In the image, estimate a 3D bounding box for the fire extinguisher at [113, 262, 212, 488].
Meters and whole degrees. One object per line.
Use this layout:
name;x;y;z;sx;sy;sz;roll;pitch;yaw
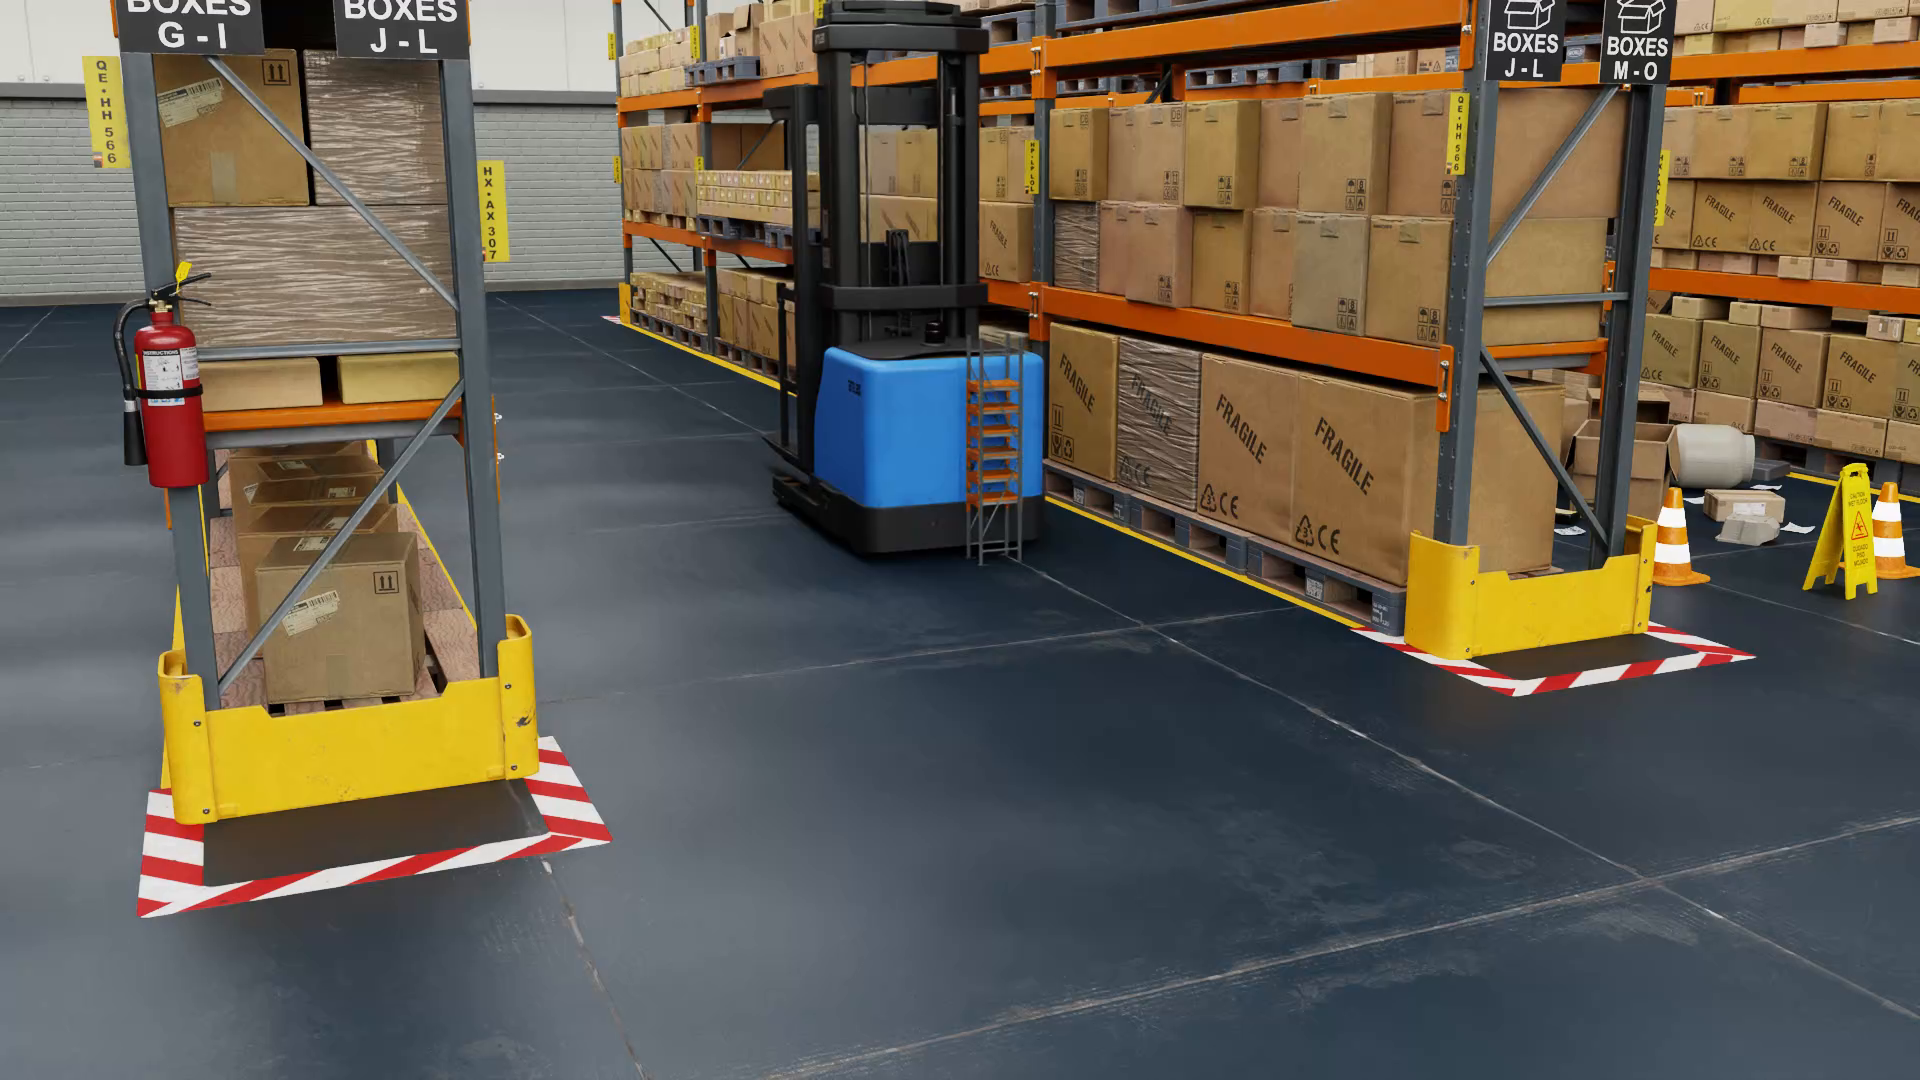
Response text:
fire extinguisher;-2.412;-0.504;5.067;0.296;0.674;0.183;-6;14;-23

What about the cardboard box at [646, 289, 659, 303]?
cardboard box;-3.645;-3.002;20.419;0.380;0.149;0.250;-5;14;-21

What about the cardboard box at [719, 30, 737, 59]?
cardboard box;-2.098;-4.935;16.655;0.500;0.311;0.500;-6;14;-24

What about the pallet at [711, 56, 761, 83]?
pallet;-1.690;-4.532;16.063;1.213;0.211;1.003;-6;14;-23

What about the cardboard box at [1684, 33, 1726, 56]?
cardboard box;5.393;-3.522;11.838;0.380;0.149;0.250;-6;14;-23

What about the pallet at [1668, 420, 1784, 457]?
pallet;5.743;-0.834;12.507;1.003;0.211;1.213;-6;14;-23

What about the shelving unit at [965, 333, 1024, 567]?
shelving unit;0.181;-0.472;8.747;0.258;1.200;0.189;-5;14;-20

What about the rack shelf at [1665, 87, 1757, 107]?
rack shelf;7.585;-5.128;19.818;1.077;0.370;4.000;-6;14;-23

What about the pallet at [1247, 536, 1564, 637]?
pallet;2.157;0.166;8.183;1.003;0.211;1.213;-6;14;-23

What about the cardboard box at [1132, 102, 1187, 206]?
cardboard box;1.480;-2.153;9.294;0.875;0.550;0.550;-6;14;-23

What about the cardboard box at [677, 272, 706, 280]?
cardboard box;-3.368;-3.302;21.055;0.380;0.149;0.250;-5;14;-22

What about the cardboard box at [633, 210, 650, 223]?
cardboard box;-3.832;-4.012;20.608;0.380;0.149;0.250;-6;14;-25

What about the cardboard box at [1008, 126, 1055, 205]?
cardboard box;0.743;-2.498;11.073;0.700;0.500;0.500;-6;14;-24

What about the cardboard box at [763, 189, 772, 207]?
cardboard box;-1.586;-3.136;15.233;0.380;0.149;0.250;-6;14;-23

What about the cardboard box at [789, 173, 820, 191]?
cardboard box;-1.272;-3.119;14.500;0.380;0.149;0.250;-6;14;-25

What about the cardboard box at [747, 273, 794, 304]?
cardboard box;-1.788;-2.473;16.354;0.500;0.250;0.500;-5;14;-21

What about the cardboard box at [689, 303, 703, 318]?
cardboard box;-2.795;-2.565;18.532;0.380;0.149;0.250;-6;14;-26

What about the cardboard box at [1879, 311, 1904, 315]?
cardboard box;9.465;-2.093;16.096;0.875;0.625;0.625;-6;14;-24

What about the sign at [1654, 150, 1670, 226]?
sign;3.060;-1.543;7.290;0.100;0.325;0.005;-6;14;-23

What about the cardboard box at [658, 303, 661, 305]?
cardboard box;-3.466;-2.814;20.268;0.380;0.149;0.250;-6;14;-23

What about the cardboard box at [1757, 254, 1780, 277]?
cardboard box;5.760;-1.906;11.510;0.380;0.149;0.250;-6;14;-23

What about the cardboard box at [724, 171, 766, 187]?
cardboard box;-2.103;-3.548;16.352;0.380;0.149;0.250;-6;14;-23

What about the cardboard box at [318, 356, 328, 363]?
cardboard box;-2.438;-0.823;6.829;0.380;0.149;0.250;-6;14;-23

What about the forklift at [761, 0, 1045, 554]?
forklift;-0.525;-1.644;9.974;1.130;2.935;3.031;-5;14;-20

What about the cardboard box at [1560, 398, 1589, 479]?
cardboard box;3.639;-0.679;10.885;0.797;0.637;0.503;-6;14;-23

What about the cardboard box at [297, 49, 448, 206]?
cardboard box;-2.007;-1.426;5.780;0.500;0.500;0.500;-6;14;-23

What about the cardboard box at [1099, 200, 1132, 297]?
cardboard box;1.347;-1.747;9.933;0.875;0.550;0.550;-6;14;-23

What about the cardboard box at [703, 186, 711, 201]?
cardboard box;-2.416;-3.564;17.083;0.380;0.149;0.250;-6;14;-24

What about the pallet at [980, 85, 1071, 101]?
pallet;0.942;-6.074;22.504;1.003;0.211;1.213;-6;14;-23

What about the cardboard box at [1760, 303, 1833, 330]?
cardboard box;5.744;-1.536;11.419;0.380;0.149;0.250;-5;14;-20

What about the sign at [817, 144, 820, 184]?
sign;-1.149;-3.162;13.985;0.100;0.325;0.005;-6;14;-23

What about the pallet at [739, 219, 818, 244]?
pallet;-1.486;-2.999;16.100;1.003;0.211;1.213;-6;14;-23

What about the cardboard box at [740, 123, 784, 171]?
cardboard box;-2.215;-4.309;18.238;0.500;0.500;0.500;-5;14;-22

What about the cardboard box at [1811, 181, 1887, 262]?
cardboard box;5.995;-2.097;10.896;0.500;0.500;0.500;-5;14;-22

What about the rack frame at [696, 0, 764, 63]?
rack frame;-2.258;-6.436;17.221;1.000;3.000;0.127;-6;14;-23

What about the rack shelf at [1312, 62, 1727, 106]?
rack shelf;4.641;-3.853;14.307;1.077;0.370;4.000;-6;14;-23

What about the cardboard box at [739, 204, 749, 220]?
cardboard box;-1.895;-3.151;15.958;0.380;0.149;0.250;-6;14;-26

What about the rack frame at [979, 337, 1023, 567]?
rack frame;0.213;-0.452;8.663;0.240;1.200;0.006;-5;14;-20

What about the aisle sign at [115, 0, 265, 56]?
aisle sign;-2.286;-1.834;4.875;0.394;0.787;0.004;-6;14;-23

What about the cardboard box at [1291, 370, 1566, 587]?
cardboard box;2.217;-0.338;7.957;0.875;0.875;0.875;-6;14;-23

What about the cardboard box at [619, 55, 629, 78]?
cardboard box;-3.918;-5.855;20.589;0.500;0.250;0.500;-5;14;-22

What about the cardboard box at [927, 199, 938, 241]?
cardboard box;0.088;-2.202;12.009;0.500;0.500;0.500;-5;14;-22

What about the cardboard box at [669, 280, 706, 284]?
cardboard box;-3.228;-2.993;19.721;0.380;0.149;0.250;-6;14;-23

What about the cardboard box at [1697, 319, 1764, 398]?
cardboard box;5.656;-1.303;11.851;0.500;0.500;0.500;-5;14;-21

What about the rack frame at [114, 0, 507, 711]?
rack frame;-2.036;-0.607;5.340;1.000;3.000;0.127;-6;14;-23

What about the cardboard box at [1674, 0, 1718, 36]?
cardboard box;5.367;-3.746;11.924;0.500;0.250;0.500;-6;14;-24

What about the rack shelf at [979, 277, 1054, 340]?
rack shelf;0.146;-1.923;12.623;1.077;0.370;4.000;-6;14;-23

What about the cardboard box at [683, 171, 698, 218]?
cardboard box;-2.710;-3.781;18.174;0.500;0.500;0.500;-6;14;-23

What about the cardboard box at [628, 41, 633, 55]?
cardboard box;-3.811;-5.961;20.162;0.380;0.149;0.250;-6;14;-23

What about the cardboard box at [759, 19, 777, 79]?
cardboard box;-1.526;-4.498;15.277;0.500;0.500;0.500;-6;14;-23
